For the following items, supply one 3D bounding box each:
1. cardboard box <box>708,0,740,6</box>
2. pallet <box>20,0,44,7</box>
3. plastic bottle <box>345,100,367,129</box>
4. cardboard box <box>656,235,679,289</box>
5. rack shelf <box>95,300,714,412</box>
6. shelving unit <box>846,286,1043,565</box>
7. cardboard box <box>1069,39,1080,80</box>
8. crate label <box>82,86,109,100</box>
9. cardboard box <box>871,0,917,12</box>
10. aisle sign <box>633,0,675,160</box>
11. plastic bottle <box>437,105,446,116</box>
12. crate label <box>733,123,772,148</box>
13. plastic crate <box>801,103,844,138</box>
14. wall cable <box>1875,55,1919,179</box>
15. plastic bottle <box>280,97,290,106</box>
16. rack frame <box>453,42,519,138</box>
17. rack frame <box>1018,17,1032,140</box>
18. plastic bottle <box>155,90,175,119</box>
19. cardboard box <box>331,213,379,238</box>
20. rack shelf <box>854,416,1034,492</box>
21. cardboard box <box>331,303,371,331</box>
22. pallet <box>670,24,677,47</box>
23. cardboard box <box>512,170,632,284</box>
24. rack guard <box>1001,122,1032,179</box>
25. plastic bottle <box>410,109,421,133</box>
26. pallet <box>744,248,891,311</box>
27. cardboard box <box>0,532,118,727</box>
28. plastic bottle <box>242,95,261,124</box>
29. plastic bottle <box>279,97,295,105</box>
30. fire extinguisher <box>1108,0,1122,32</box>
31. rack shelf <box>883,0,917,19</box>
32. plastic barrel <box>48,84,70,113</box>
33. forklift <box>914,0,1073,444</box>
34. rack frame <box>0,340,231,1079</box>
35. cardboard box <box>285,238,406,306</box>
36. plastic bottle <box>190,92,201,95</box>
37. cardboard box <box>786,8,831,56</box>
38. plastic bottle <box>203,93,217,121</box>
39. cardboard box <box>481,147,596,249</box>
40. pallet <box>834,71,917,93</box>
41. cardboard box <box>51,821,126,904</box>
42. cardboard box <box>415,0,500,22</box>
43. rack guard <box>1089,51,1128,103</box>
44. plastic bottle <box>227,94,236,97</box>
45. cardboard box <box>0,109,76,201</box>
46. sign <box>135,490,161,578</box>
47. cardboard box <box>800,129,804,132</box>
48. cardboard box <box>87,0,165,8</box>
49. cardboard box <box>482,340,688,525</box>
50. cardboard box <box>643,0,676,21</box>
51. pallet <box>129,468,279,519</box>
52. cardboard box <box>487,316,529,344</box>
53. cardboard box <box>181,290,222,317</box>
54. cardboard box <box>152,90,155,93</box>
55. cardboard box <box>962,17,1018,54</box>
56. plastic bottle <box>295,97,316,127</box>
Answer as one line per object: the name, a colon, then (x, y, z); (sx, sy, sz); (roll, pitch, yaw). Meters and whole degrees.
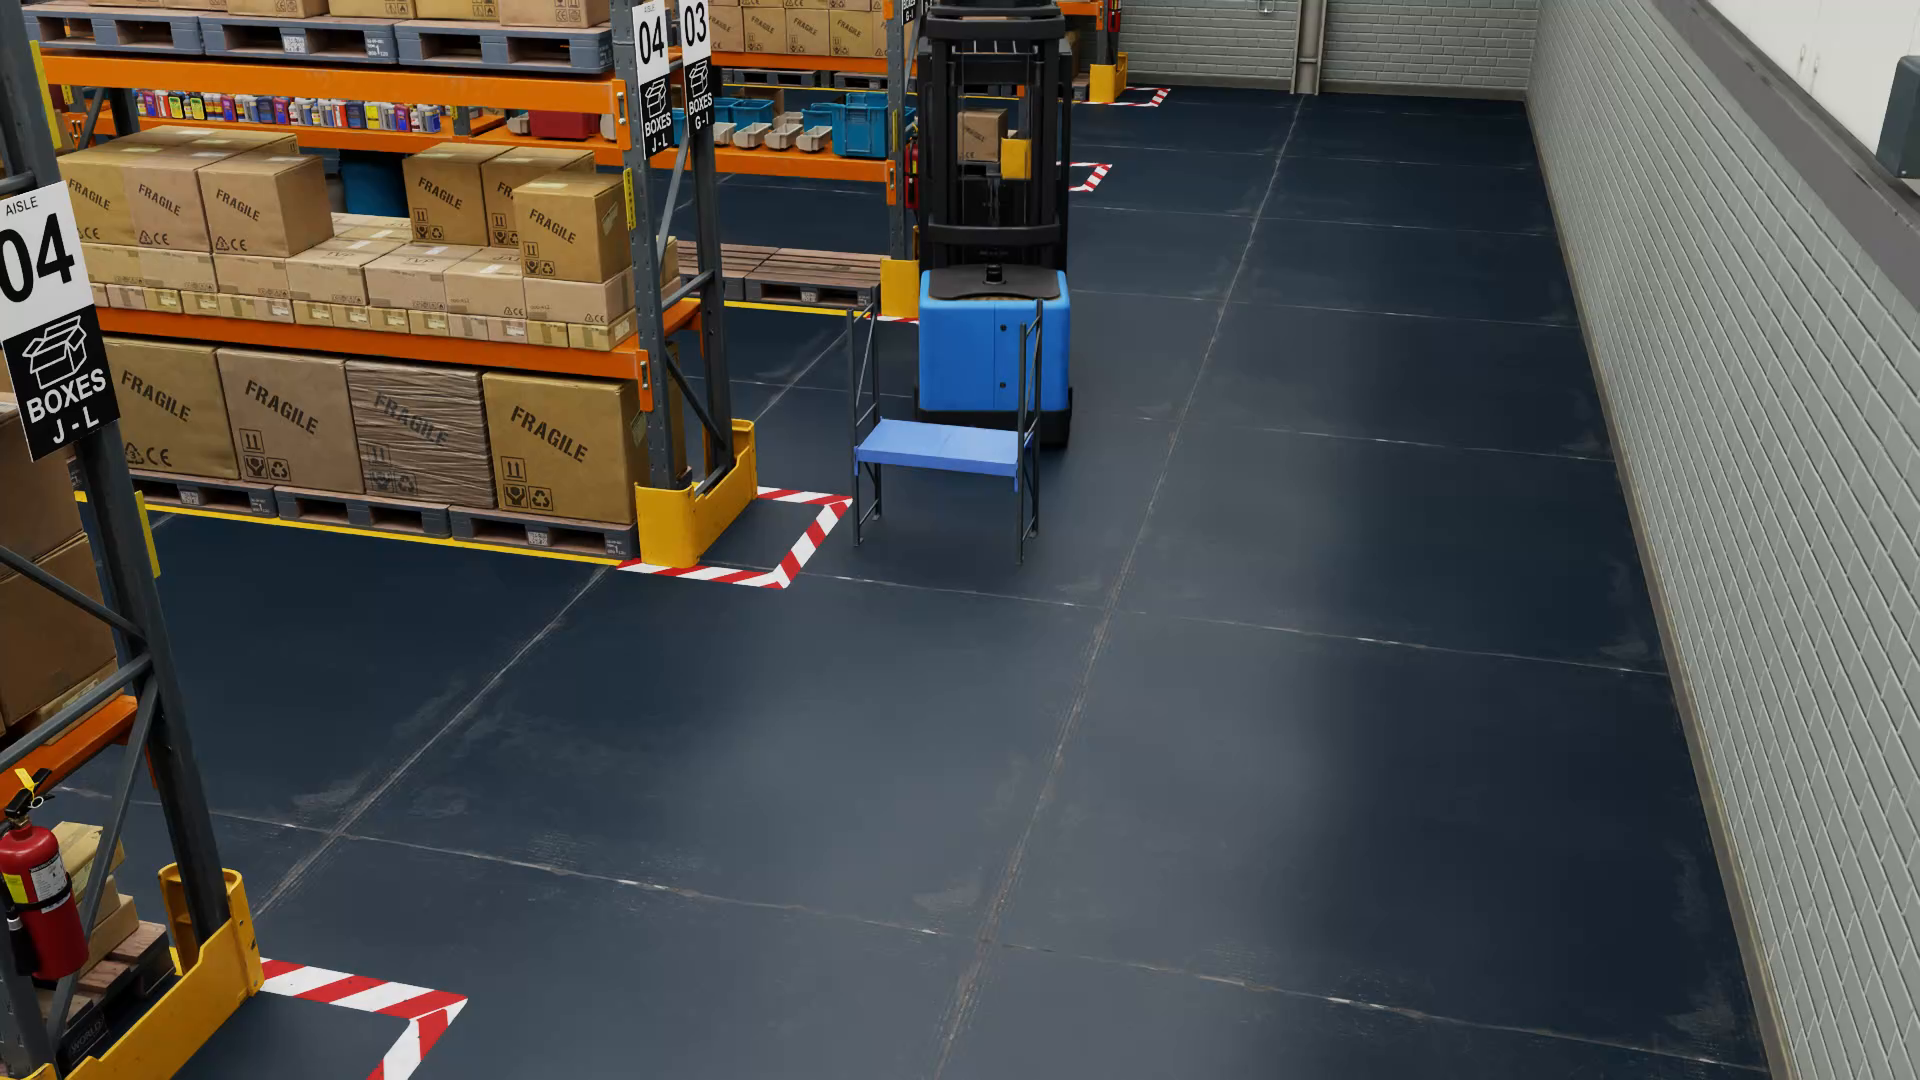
cardboard box: (-2.657, -6.323, 18.762); (0.500, 0.500, 0.500); (7, 26, 14)
pallet: (-6.415, -3.216, 10.249); (1.217, 0.209, 0.805); (5, 26, 11)
plastic bottle: (-5.432, -3.892, 14.993); (0.185, 0.351, 0.144); (6, 26, 13)
cardboard box: (-2.038, -1.673, 10.102); (0.500, 0.250, 0.500); (6, 26, 12)
rack shelf: (-3.577, -1.331, 10.394); (4.000, 0.370, 1.077); (6, 26, 13)
shelving unit: (-0.083, -0.686, 9.947); (1.048, 1.500, 0.538); (6, 26, 13)
cardboard box: (1.358, -6.723, 23.301); (0.500, 0.500, 0.700); (6, 26, 13)
crate label: (-8.470, -4.486, 16.378); (0.416, 0.233, 0.303); (6, 26, 13)
cardboard box: (-0.662, -6.103, 18.300); (0.500, 0.500, 0.500); (7, 26, 14)
aisle sign: (-1.646, -2.483, 8.952); (0.004, 0.787, 0.394); (6, 26, 13)
plastic bottle: (-4.870, -4.121, 15.565); (0.097, 0.271, 0.097); (0, 25, 0)
crate label: (-1.795, -3.481, 14.309); (0.243, 0.136, 0.396); (6, 26, 13)
plastic crate: (-1.202, -3.690, 14.635); (0.300, 0.233, 0.416); (6, 26, 13)
wall cable: (2.977, -3.563, 3.523); (0.120, 5.999, 2.277); (6, 26, 13)
plastic bottle: (-6.173, -3.955, 15.217); (0.097, 0.271, 0.097); (0, 25, 0)
rack frame: (-4.281, -3.932, 15.020); (0.127, 3.000, 1.000); (6, 26, 13)
rack frame: (0.830, -5.566, 18.451); (0.127, 3.000, 1.000); (6, 26, 13)
plastic bottle: (-7.368, -4.074, 15.462); (0.135, 0.276, 0.152); (6, 26, 13)
cardboard box: (-4.025, -1.890, 10.559); (0.500, 0.250, 0.500); (7, 26, 14)
rack shelf: (-0.083, -0.524, 10.024); (1.000, 0.185, 0.538); (6, 26, 13)
cardboard box: (-3.548, -1.394, 9.980); (0.250, 0.149, 0.380); (7, 26, 14)
pallet: (-3.790, -6.038, 19.667); (1.213, 0.211, 1.003); (6, 26, 13)
cardboard box: (-2.178, -1.790, 9.477); (0.500, 0.500, 0.500); (7, 26, 14)
rack guard: (0.757, -4.445, 19.006); (0.348, 0.500, 1.175); (6, 26, 13)
plastic bottle: (-4.862, -3.751, 14.871); (0.097, 0.201, 0.097); (0, 25, 0)
pallet: (-1.196, -2.350, 14.940); (1.213, 0.211, 1.003); (6, 26, 13)
cardboard box: (-3.340, 0.269, 5.732); (0.500, 0.500, 0.500); (8, 26, 15)
plastic bottle: (-6.473, -3.975, 15.255); (0.135, 0.276, 0.152); (6, 26, 13)
plastic bottle: (-6.407, -4.240, 15.802); (0.133, 0.283, 0.061); (6, 26, 13)
fire extinguisher: (2.092, -7.217, 22.443); (0.183, 0.674, 0.296); (6, 26, 13)
rack shelf: (-2.344, -4.748, 14.080); (4.000, 0.370, 1.077); (6, 26, 13)
plastic barrel: (-8.680, -4.346, 15.730); (0.708, 0.536, 0.600); (6, 26, 13)
forklift: (0.243, -2.573, 12.246); (1.130, 2.935, 3.031); (0, 25, 0)
rack frame: (-2.974, 0.612, 5.475); (0.127, 3.000, 1.000); (6, 26, 13)
cardboard box: (-3.665, -1.613, 9.977); (0.500, 0.250, 0.500); (6, 26, 13)
plastic bottle: (-7.433, -4.418, 16.175); (0.133, 0.283, 0.061); (6, 26, 13)
cardboard box: (-1.637, -5.763, 18.750); (0.500, 0.500, 0.500); (6, 26, 13)
plastic bottle: (-6.910, -4.009, 15.331); (0.097, 0.271, 0.097); (0, 25, 0)
cardboard box: (-2.522, -2.065, 10.053); (0.500, 0.500, 0.500); (6, 26, 12)
pallet: (-1.097, -6.684, 24.043); (1.213, 0.211, 1.003); (6, 26, 13)
cardboard box: (-3.396, 1.243, 6.285); (0.250, 0.149, 0.380); (5, 26, 11)
cardboard box: (-2.672, -3.220, 9.314); (0.500, 0.500, 0.700); (5, 26, 11)
rack guard: (2.084, -6.497, 23.316); (0.348, 0.500, 1.175); (6, 26, 13)
plastic bottle: (-7.043, -4.329, 16.085); (0.097, 0.201, 0.097); (0, 25, 0)
cardboard box: (-6.135, -2.433, 10.588); (0.637, 0.503, 0.797); (6, 26, 12)
sign: (-2.839, -0.005, 5.764); (0.005, 0.325, 0.100); (6, 26, 13)
cardboard box: (-1.851, -4.690, 19.396); (0.250, 0.166, 0.380); (6, 26, 13)
cardboard box: (-4.742, -3.446, 9.788); (0.500, 0.500, 0.700); (5, 26, 10)
cardboard box: (-2.280, -0.708, 10.230); (0.875, 0.875, 0.875); (6, 26, 13)
cardboard box: (-3.447, -6.373, 19.541); (0.500, 0.500, 0.700); (-2, 26, -5)
pallet: (-4.797, -0.497, 11.049); (1.213, 0.211, 1.003); (6, 26, 13)
cardboard box: (-2.564, -1.284, 9.750); (0.250, 0.149, 0.380); (6, 26, 13)
cardboard box: (-4.546, -1.503, 10.210); (0.250, 0.149, 0.380); (6, 26, 12)
cardboard box: (-9.970, -5.848, 21.102); (0.500, 0.311, 0.500); (6, 26, 12)
cardboard box: (0.329, -5.546, 18.293); (0.500, 0.500, 0.500); (7, 26, 15)
plastic bottle: (-5.940, -3.916, 15.131); (0.135, 0.276, 0.152); (6, 26, 13)
